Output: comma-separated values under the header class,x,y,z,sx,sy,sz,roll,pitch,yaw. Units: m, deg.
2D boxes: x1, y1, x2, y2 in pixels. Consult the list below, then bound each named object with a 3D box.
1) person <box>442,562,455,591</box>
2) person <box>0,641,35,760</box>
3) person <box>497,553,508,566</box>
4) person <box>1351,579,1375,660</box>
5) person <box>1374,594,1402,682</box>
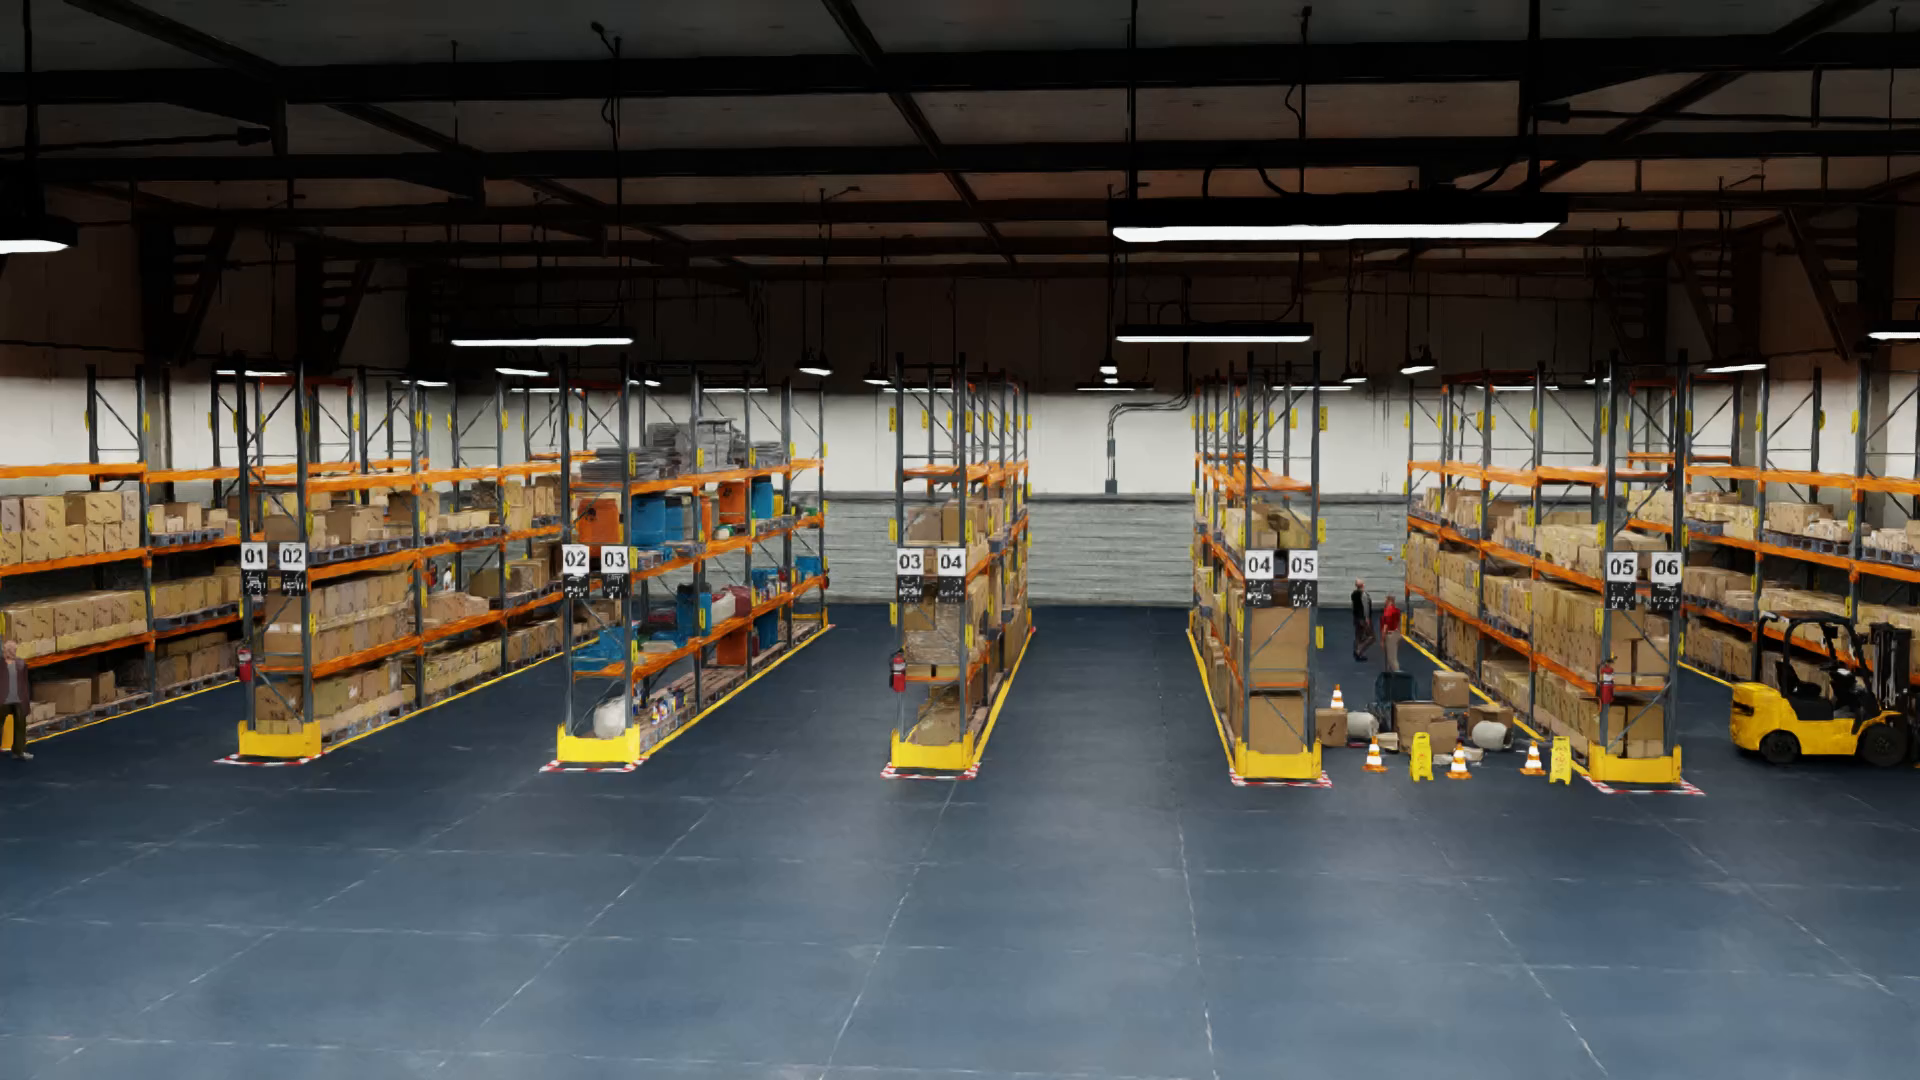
class,x,y,z,sx,sy,sz,roll,pitch,yaw
person,-12.095,1.352,39.519,0.398,1.671,0.555,1,4,8
person,-14.127,2.375,24.528,0.768,1.776,0.504,-3,5,-40
person,-12.148,1.100,43.822,0.595,1.588,0.472,-3,5,-40
person,8.392,1.670,34.794,0.445,1.718,0.575,-2,4,-21
person,8.122,1.890,31.545,0.584,1.713,0.662,3,5,32
